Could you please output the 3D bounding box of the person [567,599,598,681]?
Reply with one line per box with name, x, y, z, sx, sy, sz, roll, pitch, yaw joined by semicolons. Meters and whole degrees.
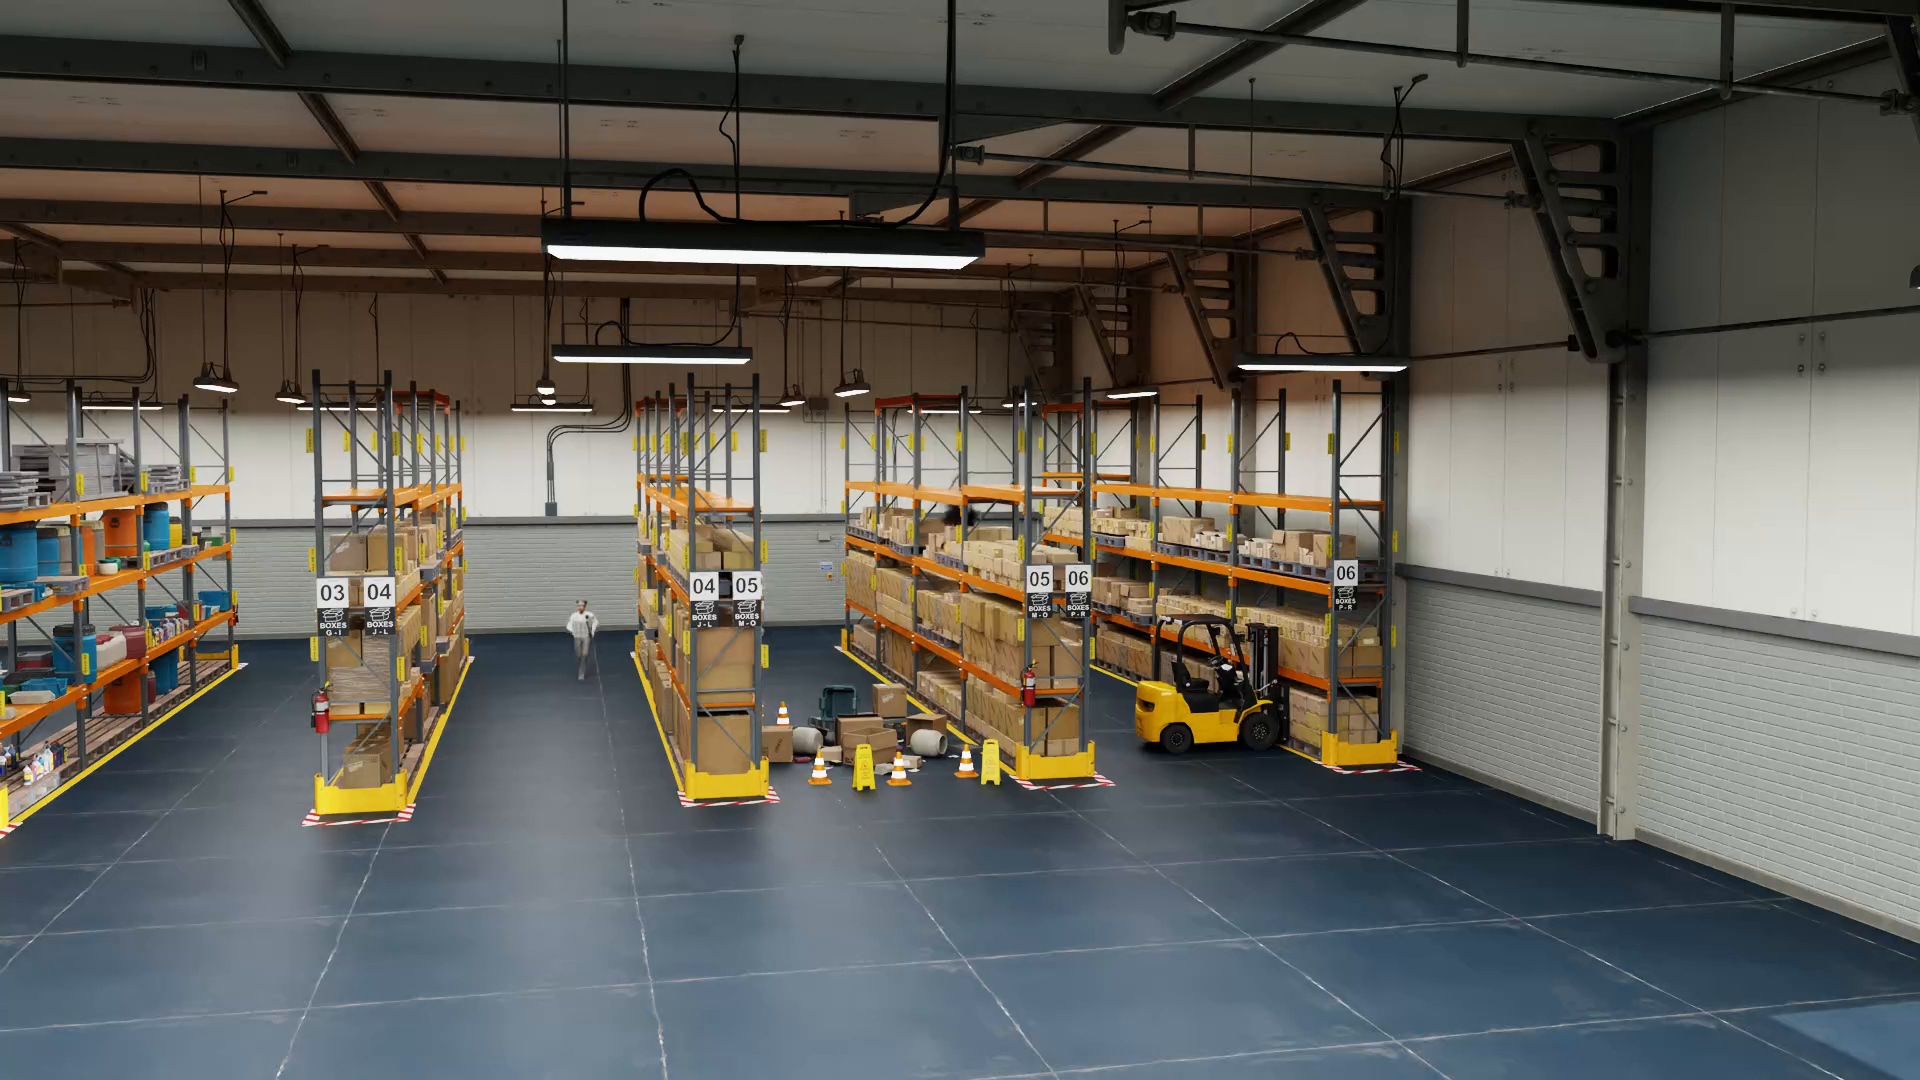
person;-8.072;2.109;35.527;0.626;1.706;0.909;0;3;-4
